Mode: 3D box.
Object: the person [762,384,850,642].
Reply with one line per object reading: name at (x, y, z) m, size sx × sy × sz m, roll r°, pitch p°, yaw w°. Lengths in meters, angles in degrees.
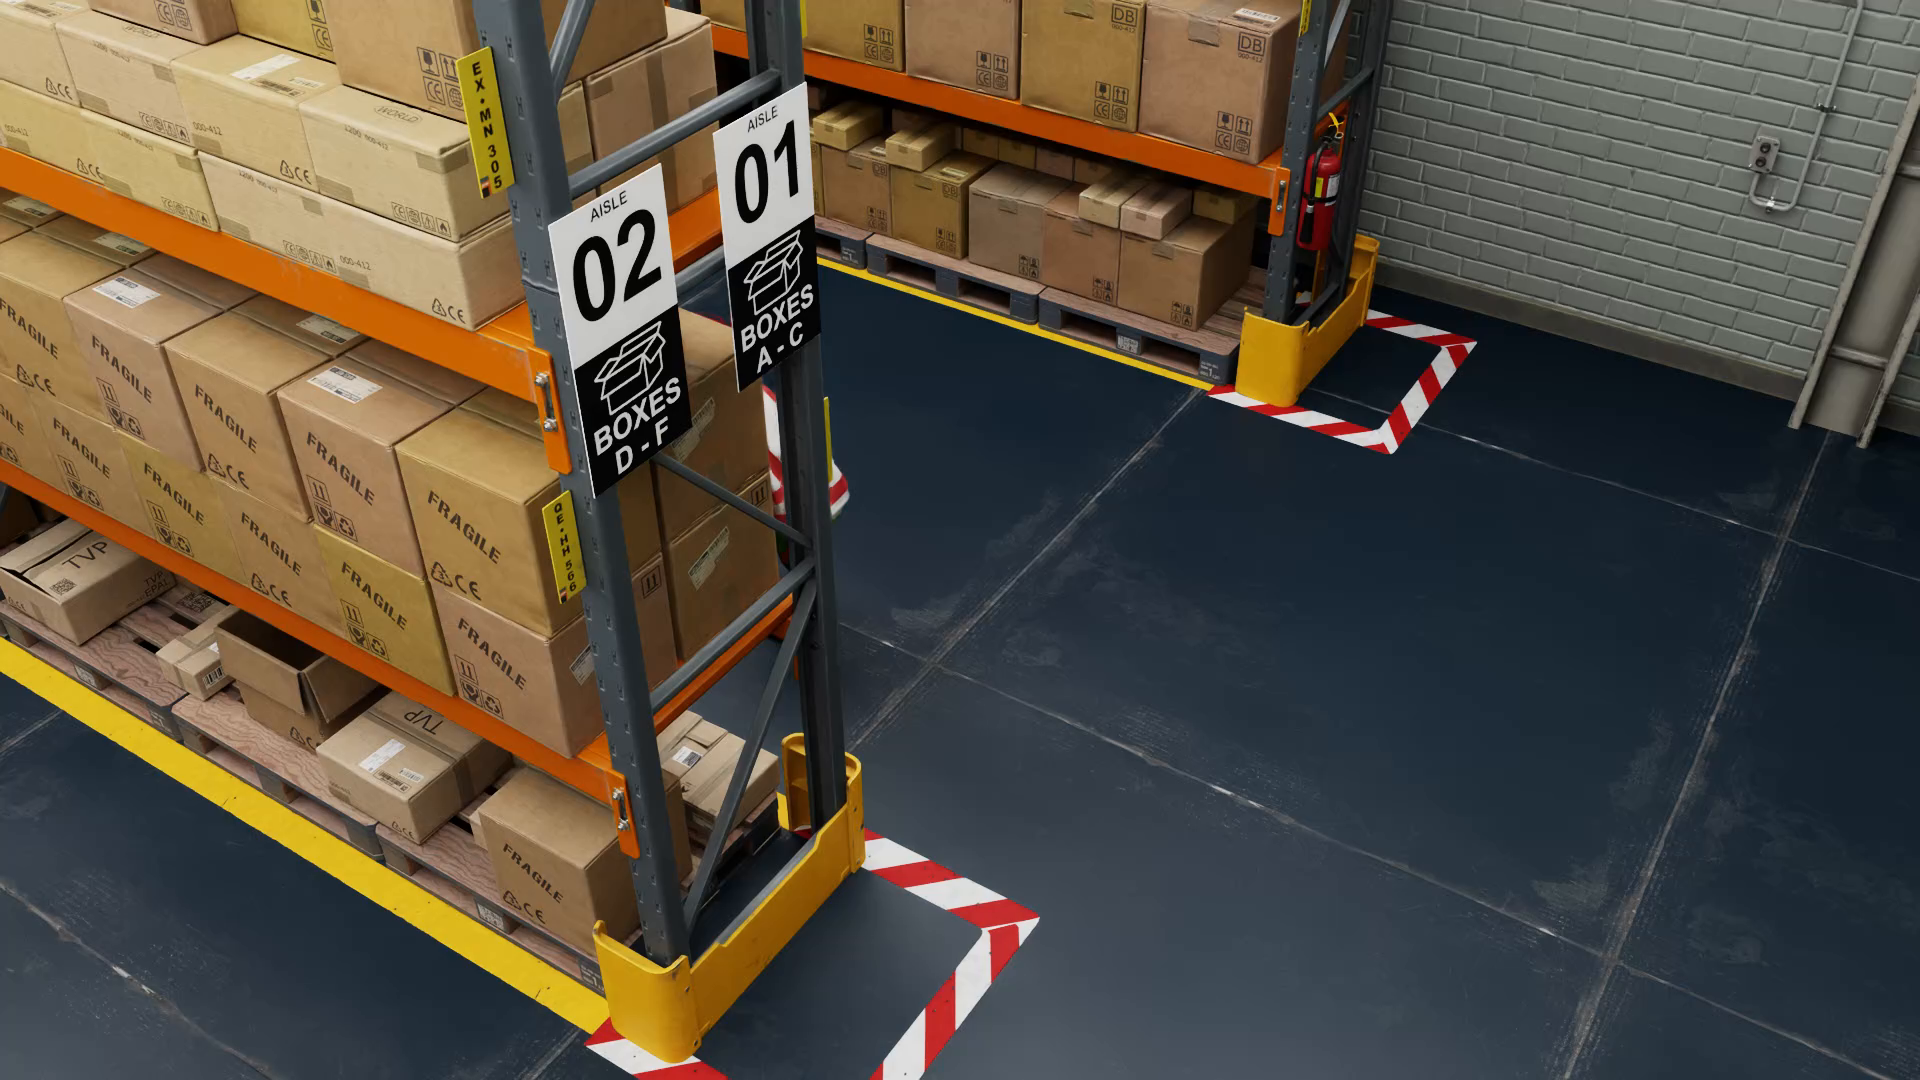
person at (-0.902, -0.168, 7.281) m, size 0.819 × 1.290 × 0.584 m, roll 21°, pitch 43°, yaw 25°
